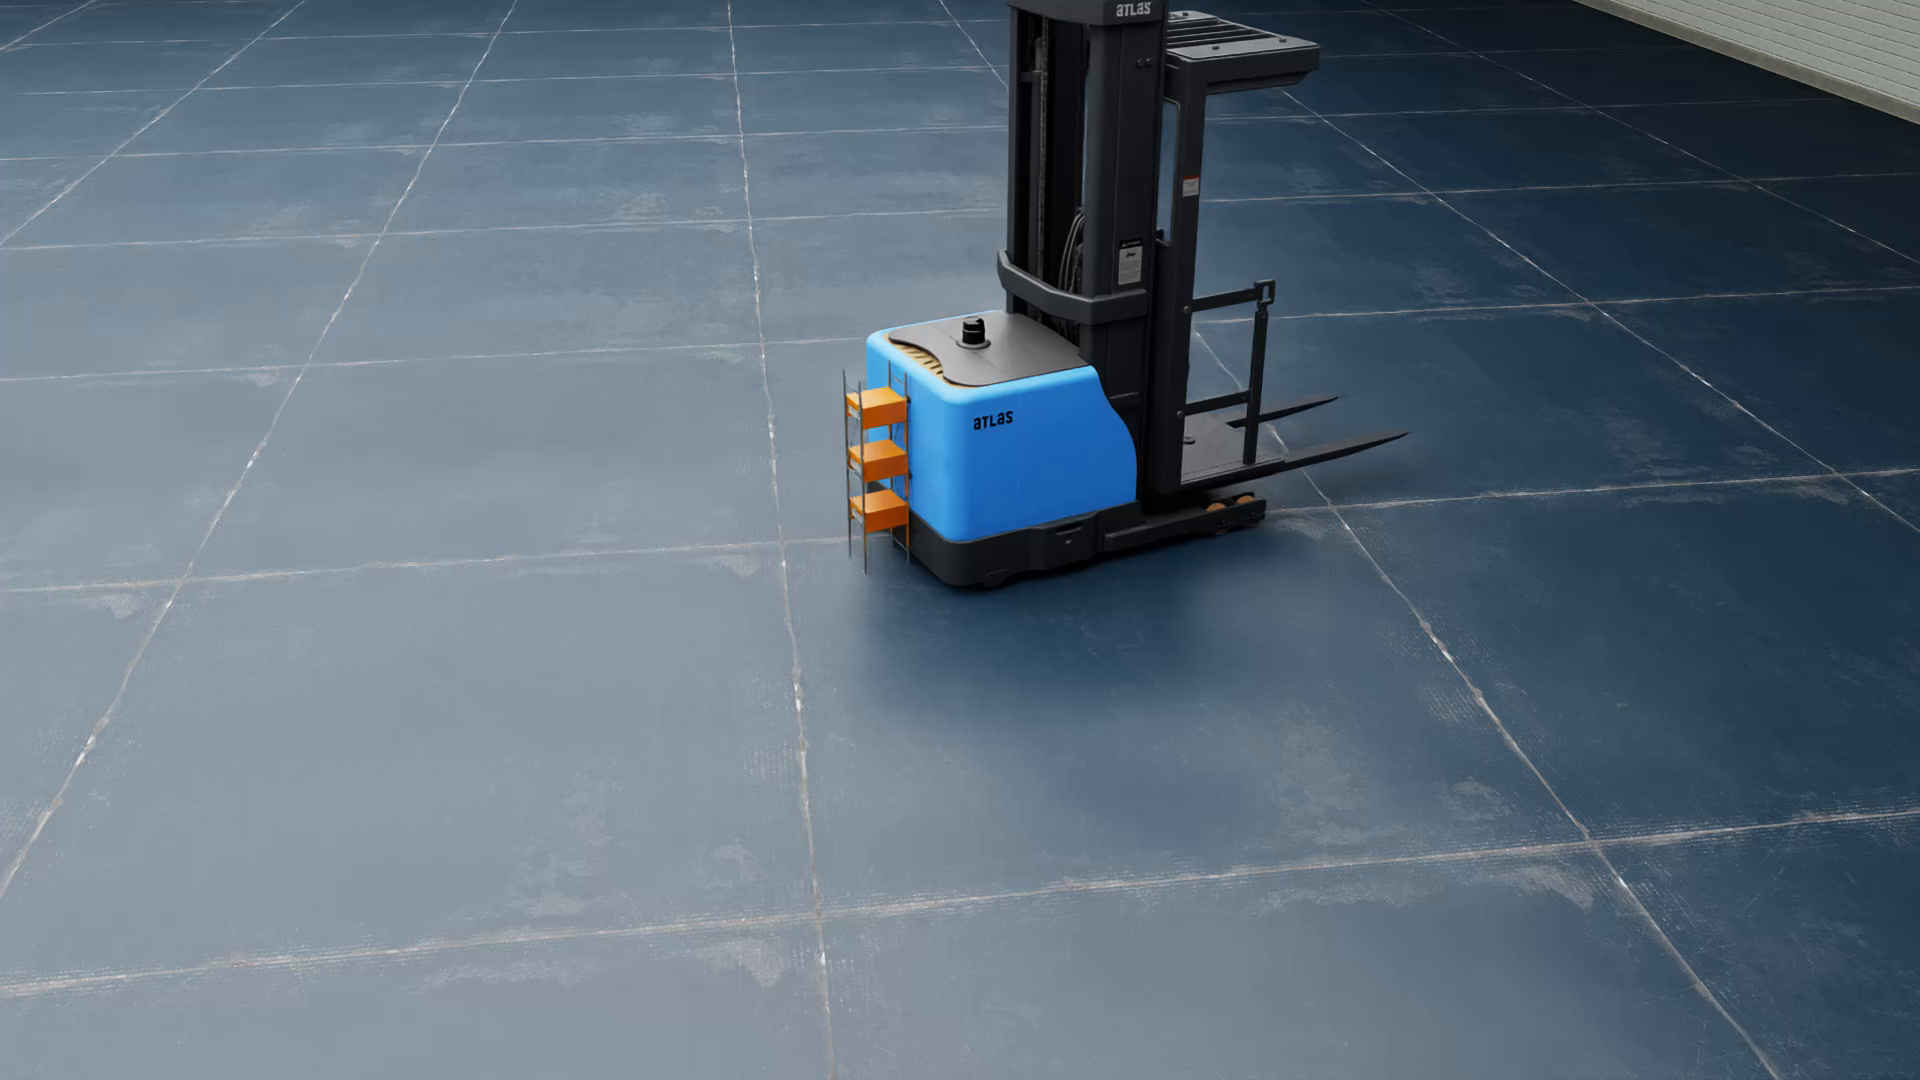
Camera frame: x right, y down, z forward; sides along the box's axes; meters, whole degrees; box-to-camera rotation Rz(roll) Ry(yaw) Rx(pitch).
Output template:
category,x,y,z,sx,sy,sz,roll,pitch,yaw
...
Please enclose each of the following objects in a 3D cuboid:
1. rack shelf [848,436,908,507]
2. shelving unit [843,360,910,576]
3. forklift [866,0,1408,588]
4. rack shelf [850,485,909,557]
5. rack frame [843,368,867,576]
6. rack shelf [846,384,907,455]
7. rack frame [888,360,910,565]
category,x,y,z,sx,sy,sz,roll,pitch,yaw
rack shelf,-0.413,-0.344,8.294,0.240,0.259,0.215,-14,30,-25
shelving unit,-0.413,-0.353,8.289,0.252,1.050,0.215,-14,30,-25
forklift,1.055,-1.529,8.520,3.031,2.935,1.130,-14,30,-25
rack shelf,-0.413,-0.097,8.420,0.240,0.259,0.215,-14,30,-25
rack frame,-0.521,-0.327,8.238,0.008,1.050,0.200,-14,30,-25
rack shelf,-0.413,-0.596,8.164,0.240,0.259,0.215,-14,30,-25
rack frame,-0.305,-0.379,8.339,0.008,1.050,0.200,-14,30,-25
